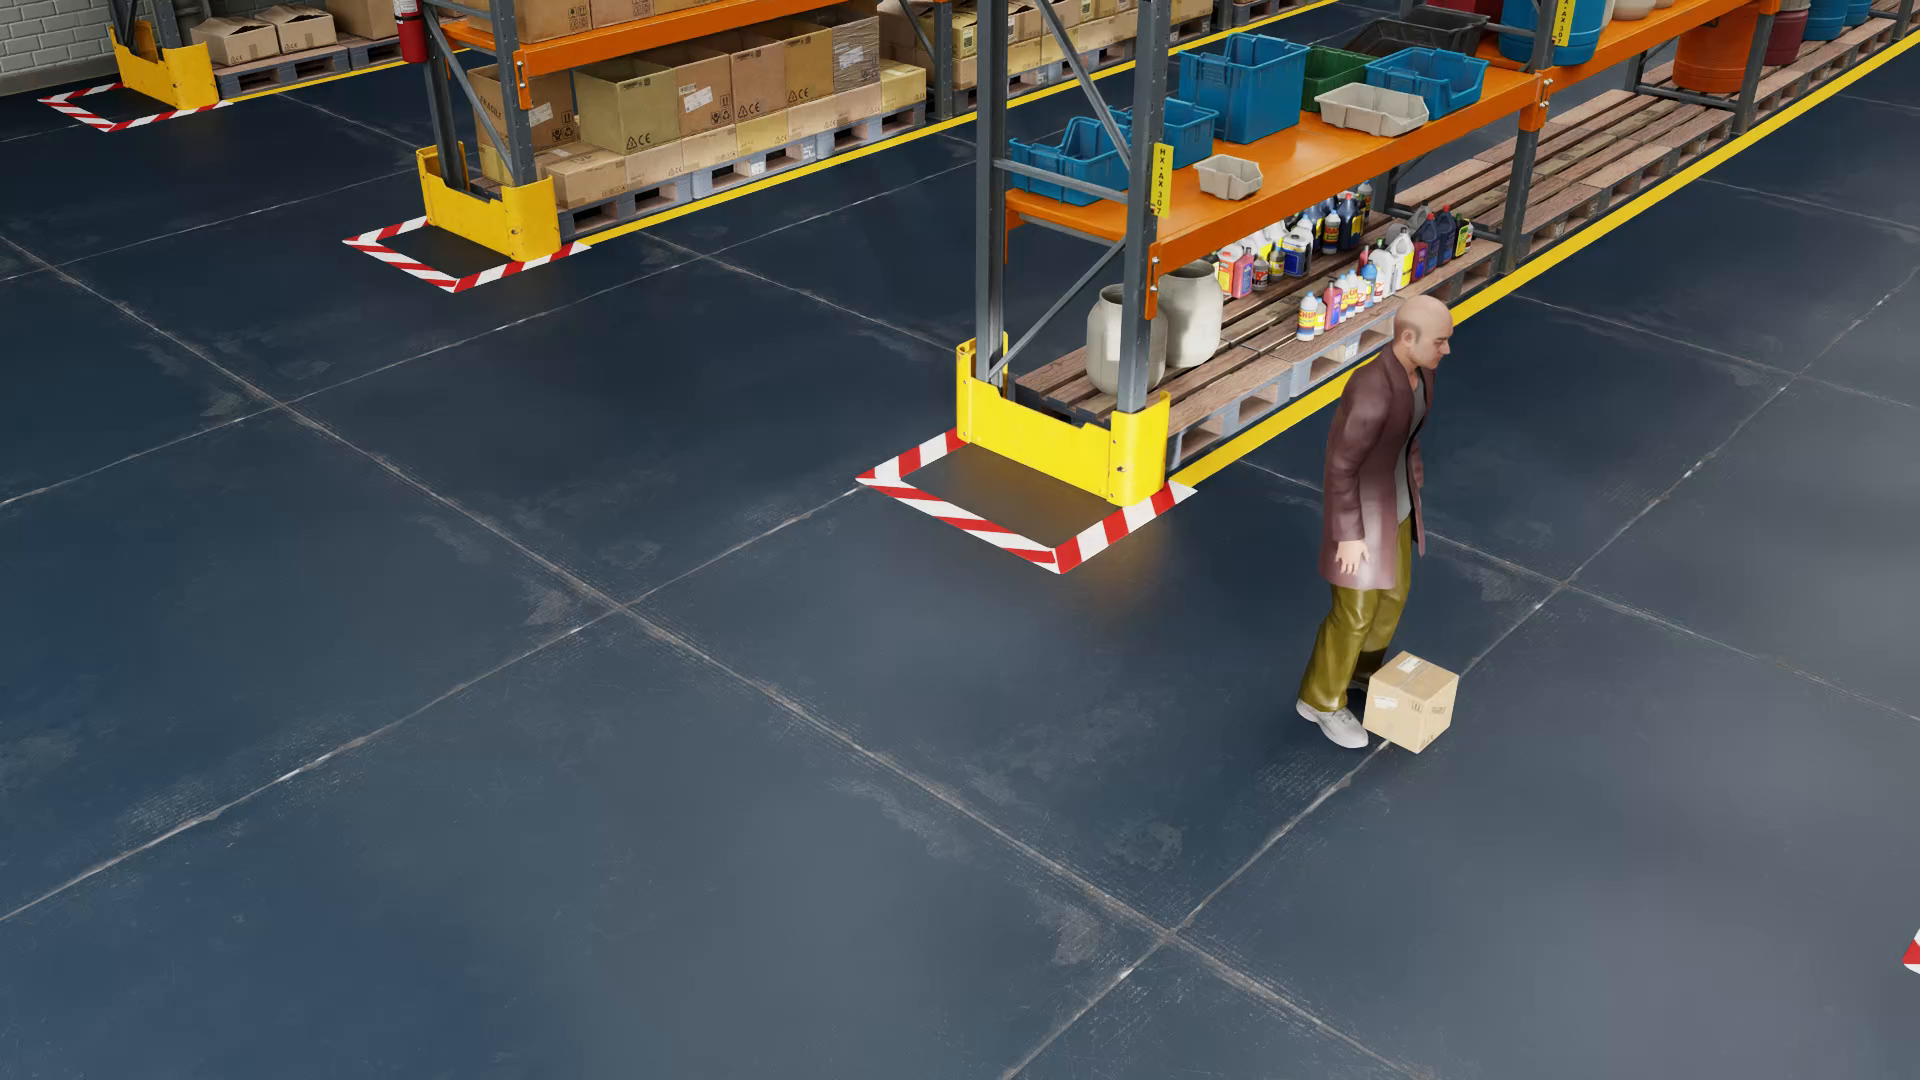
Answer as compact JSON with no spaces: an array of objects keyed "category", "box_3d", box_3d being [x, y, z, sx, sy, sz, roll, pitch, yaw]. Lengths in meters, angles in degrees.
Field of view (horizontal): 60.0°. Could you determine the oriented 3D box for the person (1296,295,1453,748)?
[{"category":"person","box_3d":[1.589,-0.101,6.318,0.429,1.772,0.643,23,38,33]}]
